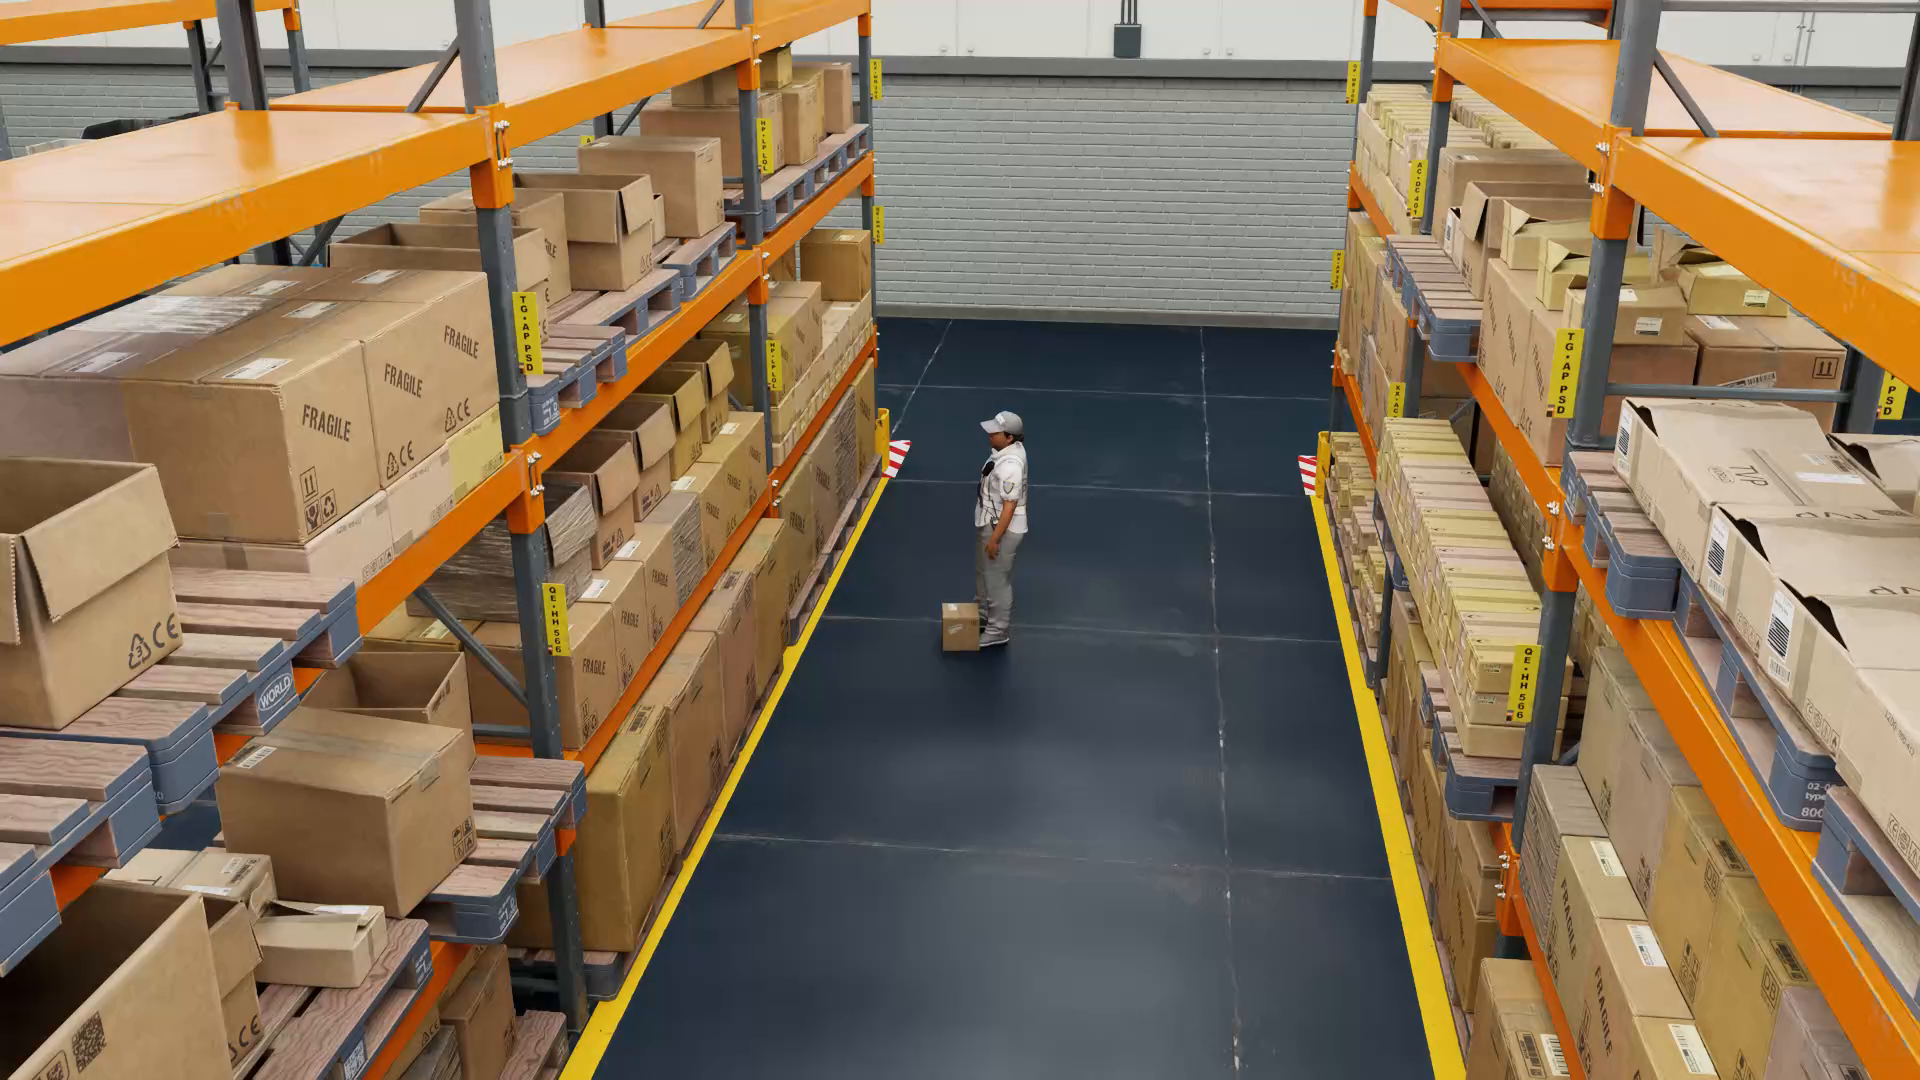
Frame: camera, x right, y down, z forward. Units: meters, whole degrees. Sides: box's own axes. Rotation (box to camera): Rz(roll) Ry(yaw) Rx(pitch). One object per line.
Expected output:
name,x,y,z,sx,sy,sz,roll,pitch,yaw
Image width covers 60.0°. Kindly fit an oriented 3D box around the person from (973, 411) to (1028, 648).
person,0.191,-0.084,11.264,0.525,1.670,0.598,0,21,0
